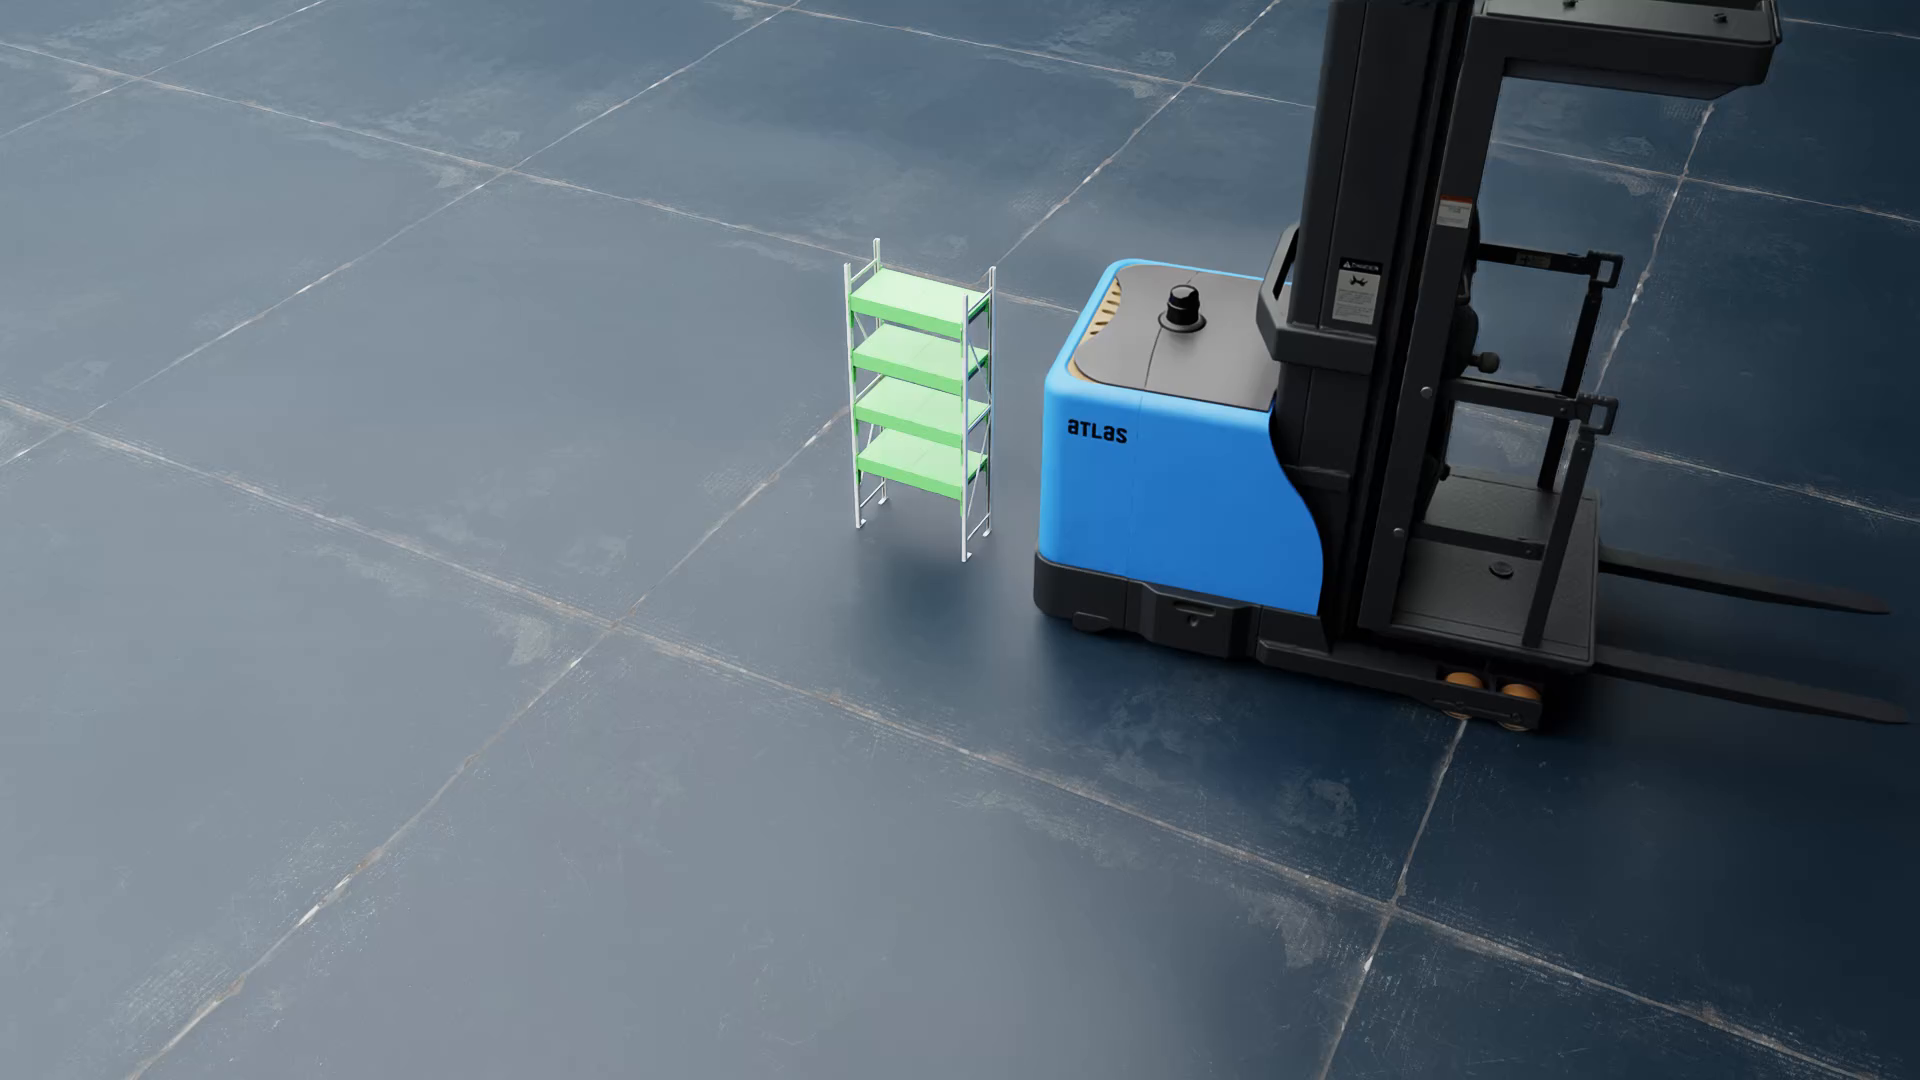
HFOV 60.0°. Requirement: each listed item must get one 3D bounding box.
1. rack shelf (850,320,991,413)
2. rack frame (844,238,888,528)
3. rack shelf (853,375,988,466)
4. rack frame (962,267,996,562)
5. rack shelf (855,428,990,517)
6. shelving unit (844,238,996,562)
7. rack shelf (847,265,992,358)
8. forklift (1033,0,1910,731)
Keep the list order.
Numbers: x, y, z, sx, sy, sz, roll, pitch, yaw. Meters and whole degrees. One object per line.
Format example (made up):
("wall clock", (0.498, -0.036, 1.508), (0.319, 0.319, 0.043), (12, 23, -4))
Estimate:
("rack shelf", (-0.147, -0.664, 6.341), (0.480, 0.148, 0.258), (17, 41, 21))
("rack frame", (-0.364, -0.592, 6.537), (0.015, 1.200, 0.240), (17, 41, 21))
("rack shelf", (-0.147, -0.473, 6.487), (0.480, 0.148, 0.258), (17, 41, 21))
("rack frame", (0.070, -0.456, 6.358), (0.015, 1.200, 0.240), (17, 41, 21))
("rack shelf", (-0.147, -0.282, 6.632), (0.480, 0.148, 0.258), (17, 41, 21))
("shelving unit", (-0.147, -0.524, 6.448), (0.503, 1.200, 0.258), (17, 41, 21))
("rack shelf", (-0.147, -0.855, 6.196), (0.480, 0.148, 0.258), (17, 41, 21))
("forklift", (1.853, -0.857, 5.455), (3.031, 2.935, 1.130), (11, 39, 15))
